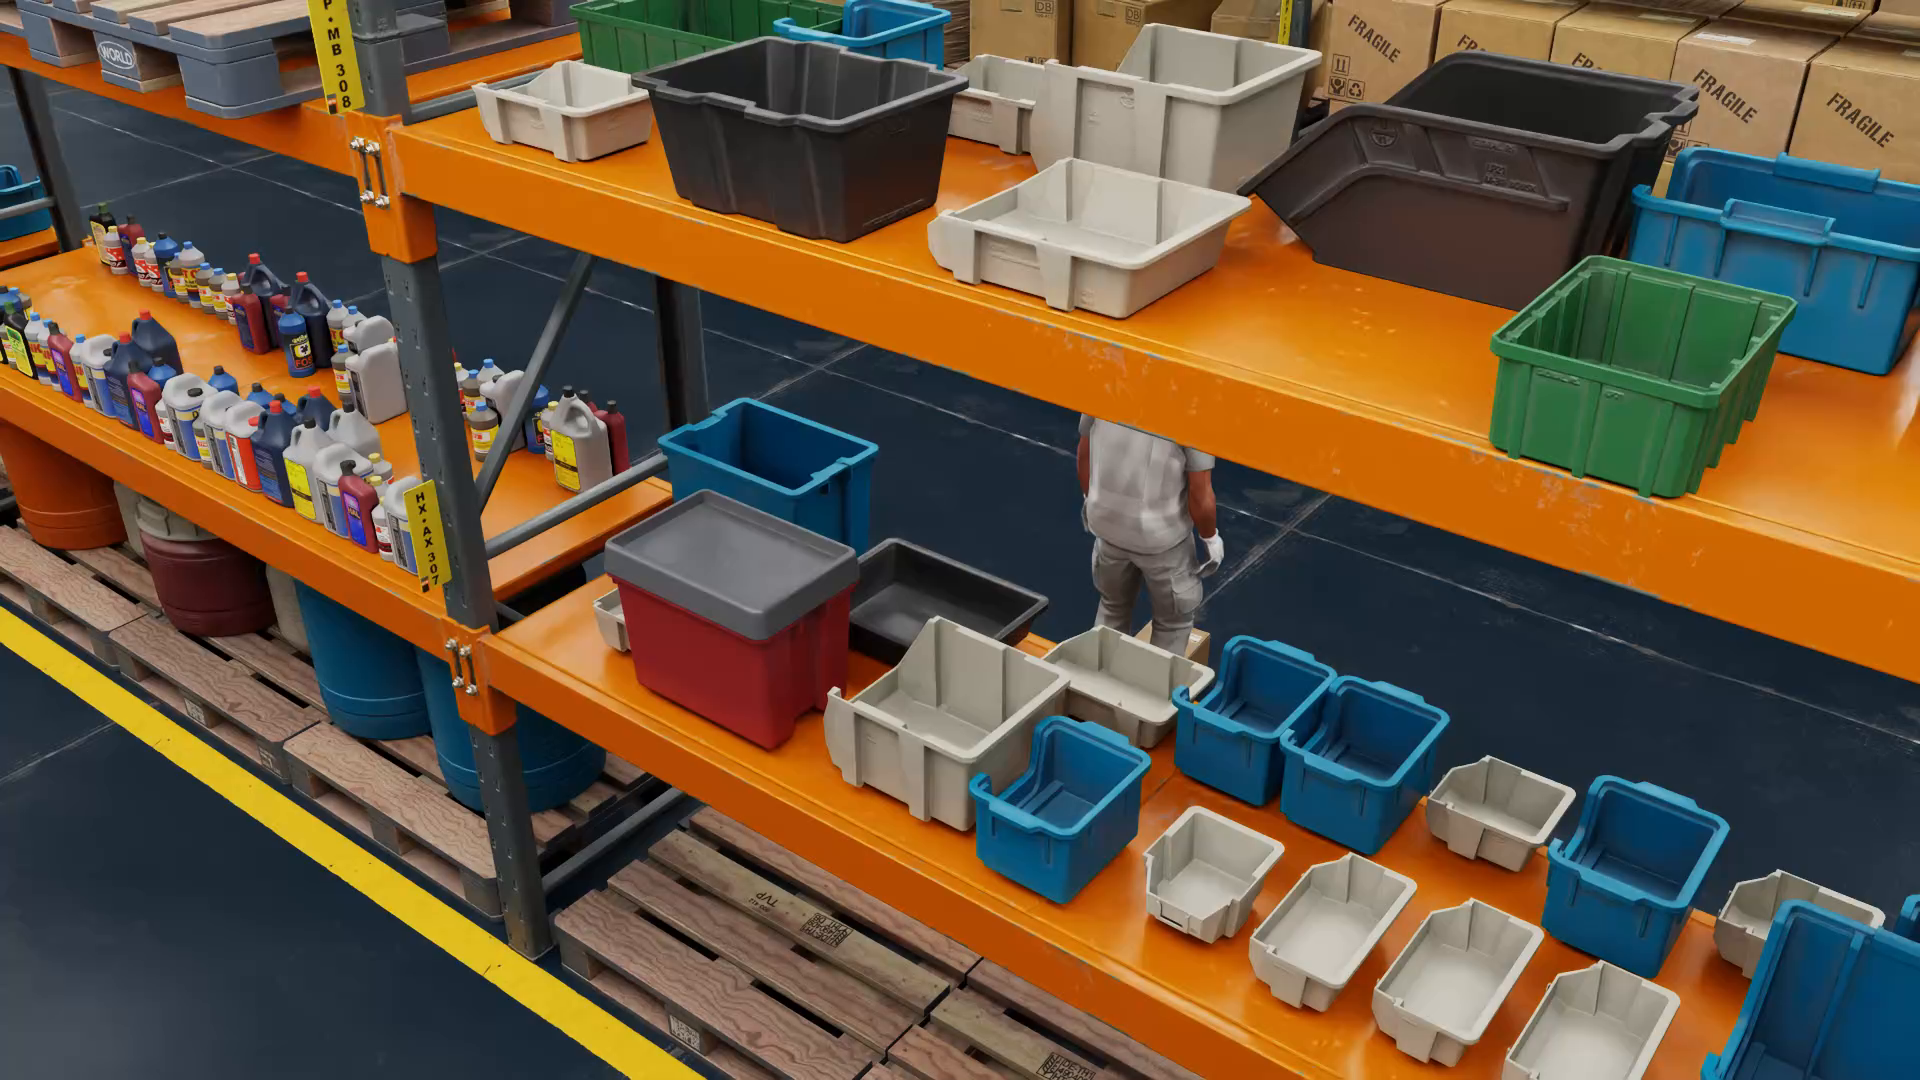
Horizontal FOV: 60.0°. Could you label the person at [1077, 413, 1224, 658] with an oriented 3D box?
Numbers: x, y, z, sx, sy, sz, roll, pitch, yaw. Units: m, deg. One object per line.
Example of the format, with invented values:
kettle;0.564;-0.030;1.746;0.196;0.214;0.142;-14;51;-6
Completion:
person;0.707;-0.058;6.216;0.609;1.779;0.449;21;37;32
